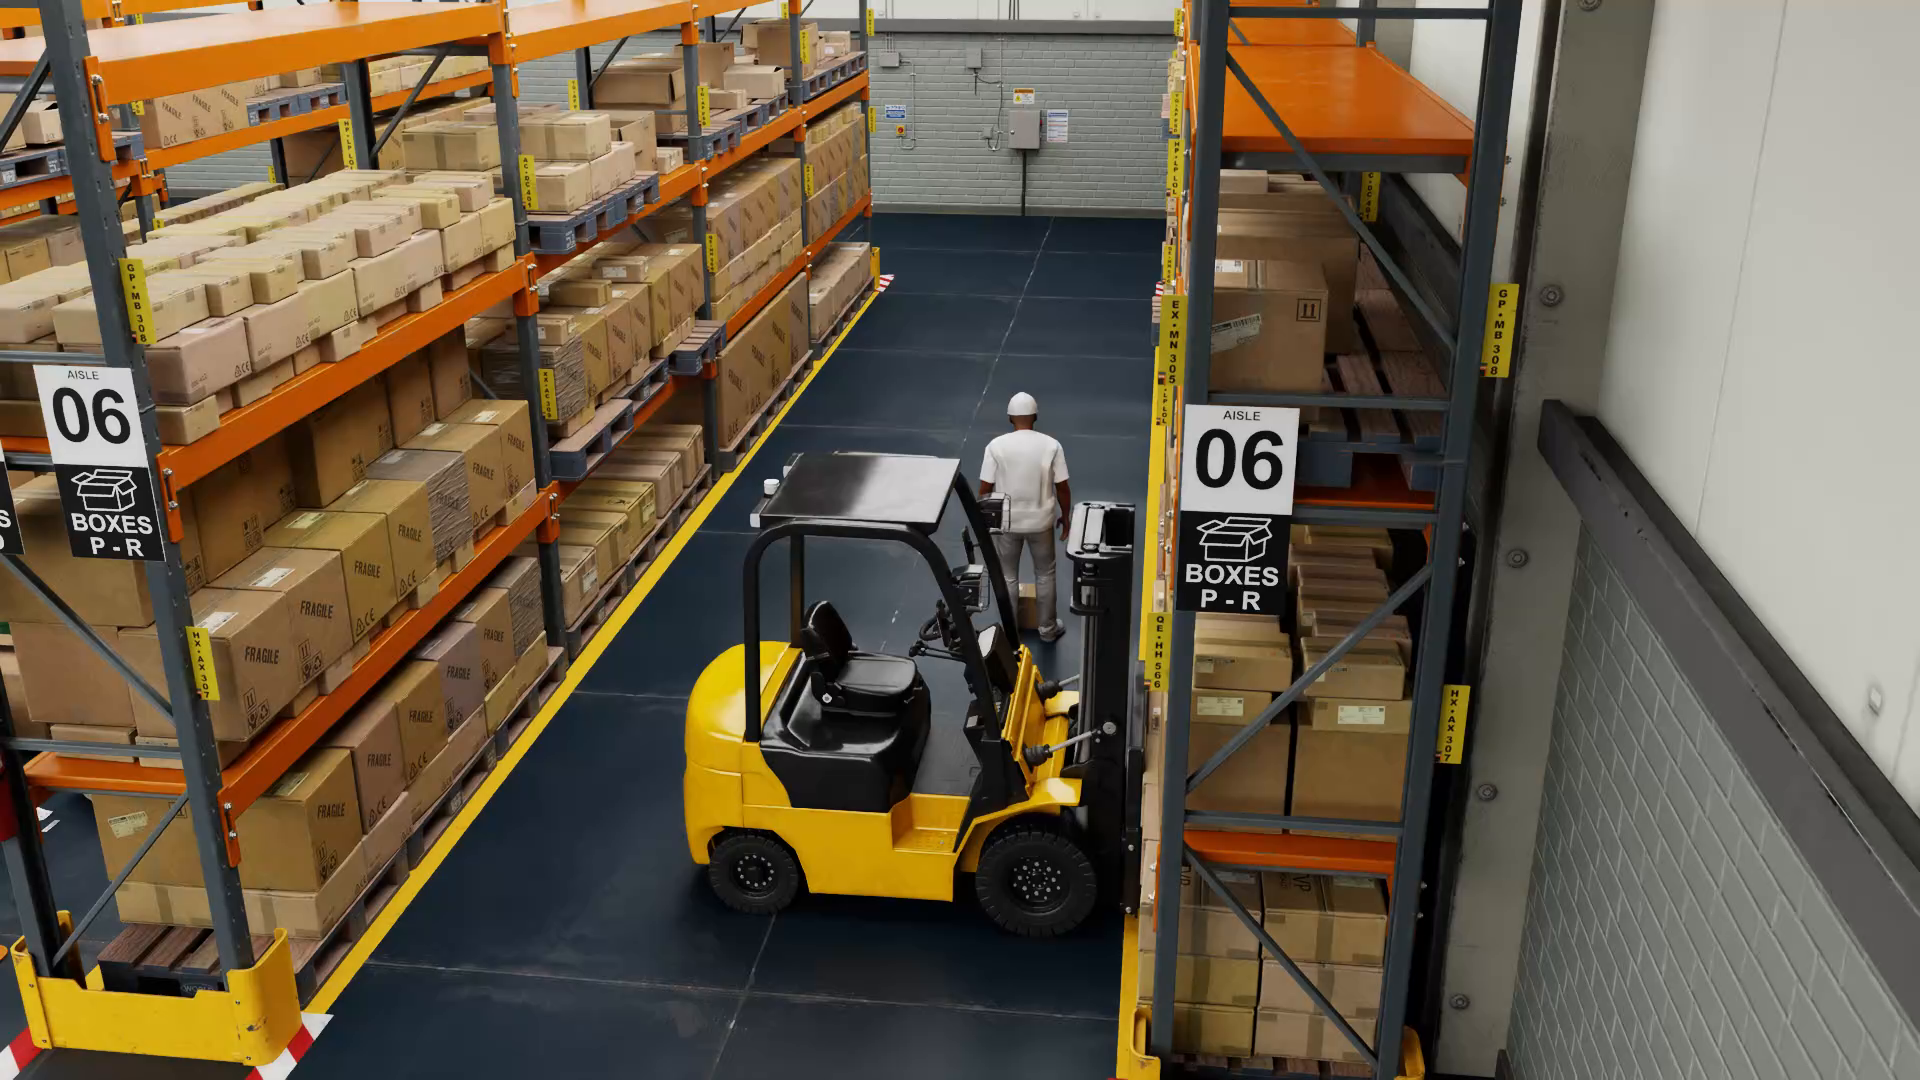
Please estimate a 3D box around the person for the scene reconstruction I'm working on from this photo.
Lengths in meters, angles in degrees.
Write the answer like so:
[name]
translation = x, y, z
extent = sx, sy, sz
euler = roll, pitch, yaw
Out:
[person]
translation = 0.444, -0.149, 11.446
extent = 0.635, 1.760, 0.455
euler = 1, 21, 3
